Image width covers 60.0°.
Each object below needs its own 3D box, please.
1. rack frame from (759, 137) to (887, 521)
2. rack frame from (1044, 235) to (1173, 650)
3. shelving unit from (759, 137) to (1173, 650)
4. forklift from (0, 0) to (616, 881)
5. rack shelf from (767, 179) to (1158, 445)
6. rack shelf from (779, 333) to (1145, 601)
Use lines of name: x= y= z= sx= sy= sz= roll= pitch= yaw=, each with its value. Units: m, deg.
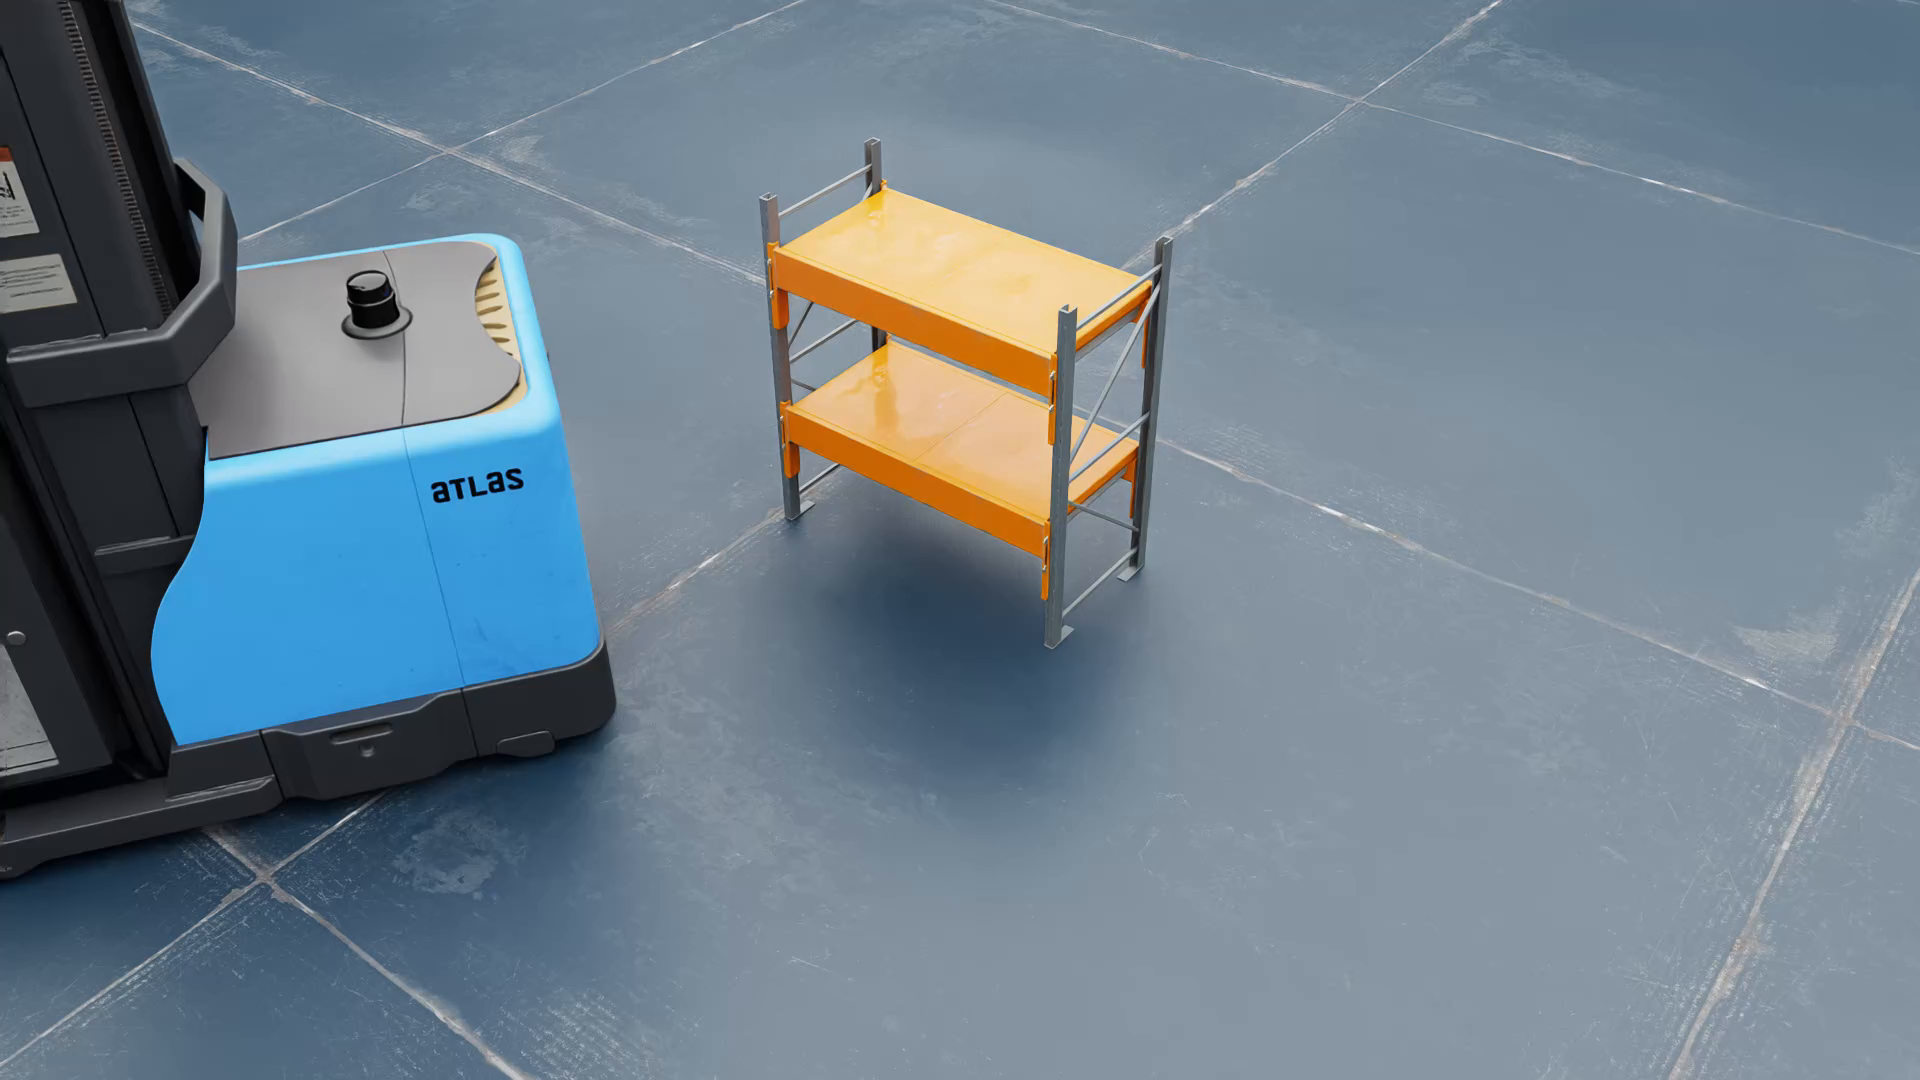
rack frame: x=-0.398 y=-0.631 z=5.143 sx=0.032 sy=1.125 sz=0.500 roll=25 pitch=45 yaw=29
rack frame: x=0.409 y=-0.250 z=4.657 sx=0.032 sy=1.125 sz=0.500 roll=25 pitch=45 yaw=29
shelving unit: x=0.005 y=-0.440 z=4.900 sx=1.048 sy=1.125 sz=0.538 roll=25 pitch=45 yaw=29
forklift: x=-2.516 y=-0.614 z=3.656 sx=3.031 sy=2.935 sz=1.130 roll=-11 pitch=39 yaw=-14
rack shelf: x=0.005 y=-0.671 z=4.720 sx=1.000 sy=0.278 sz=0.538 roll=25 pitch=45 yaw=29
rack shelf: x=0.005 y=-0.248 z=5.051 sx=1.000 sy=0.278 sz=0.538 roll=25 pitch=45 yaw=29
